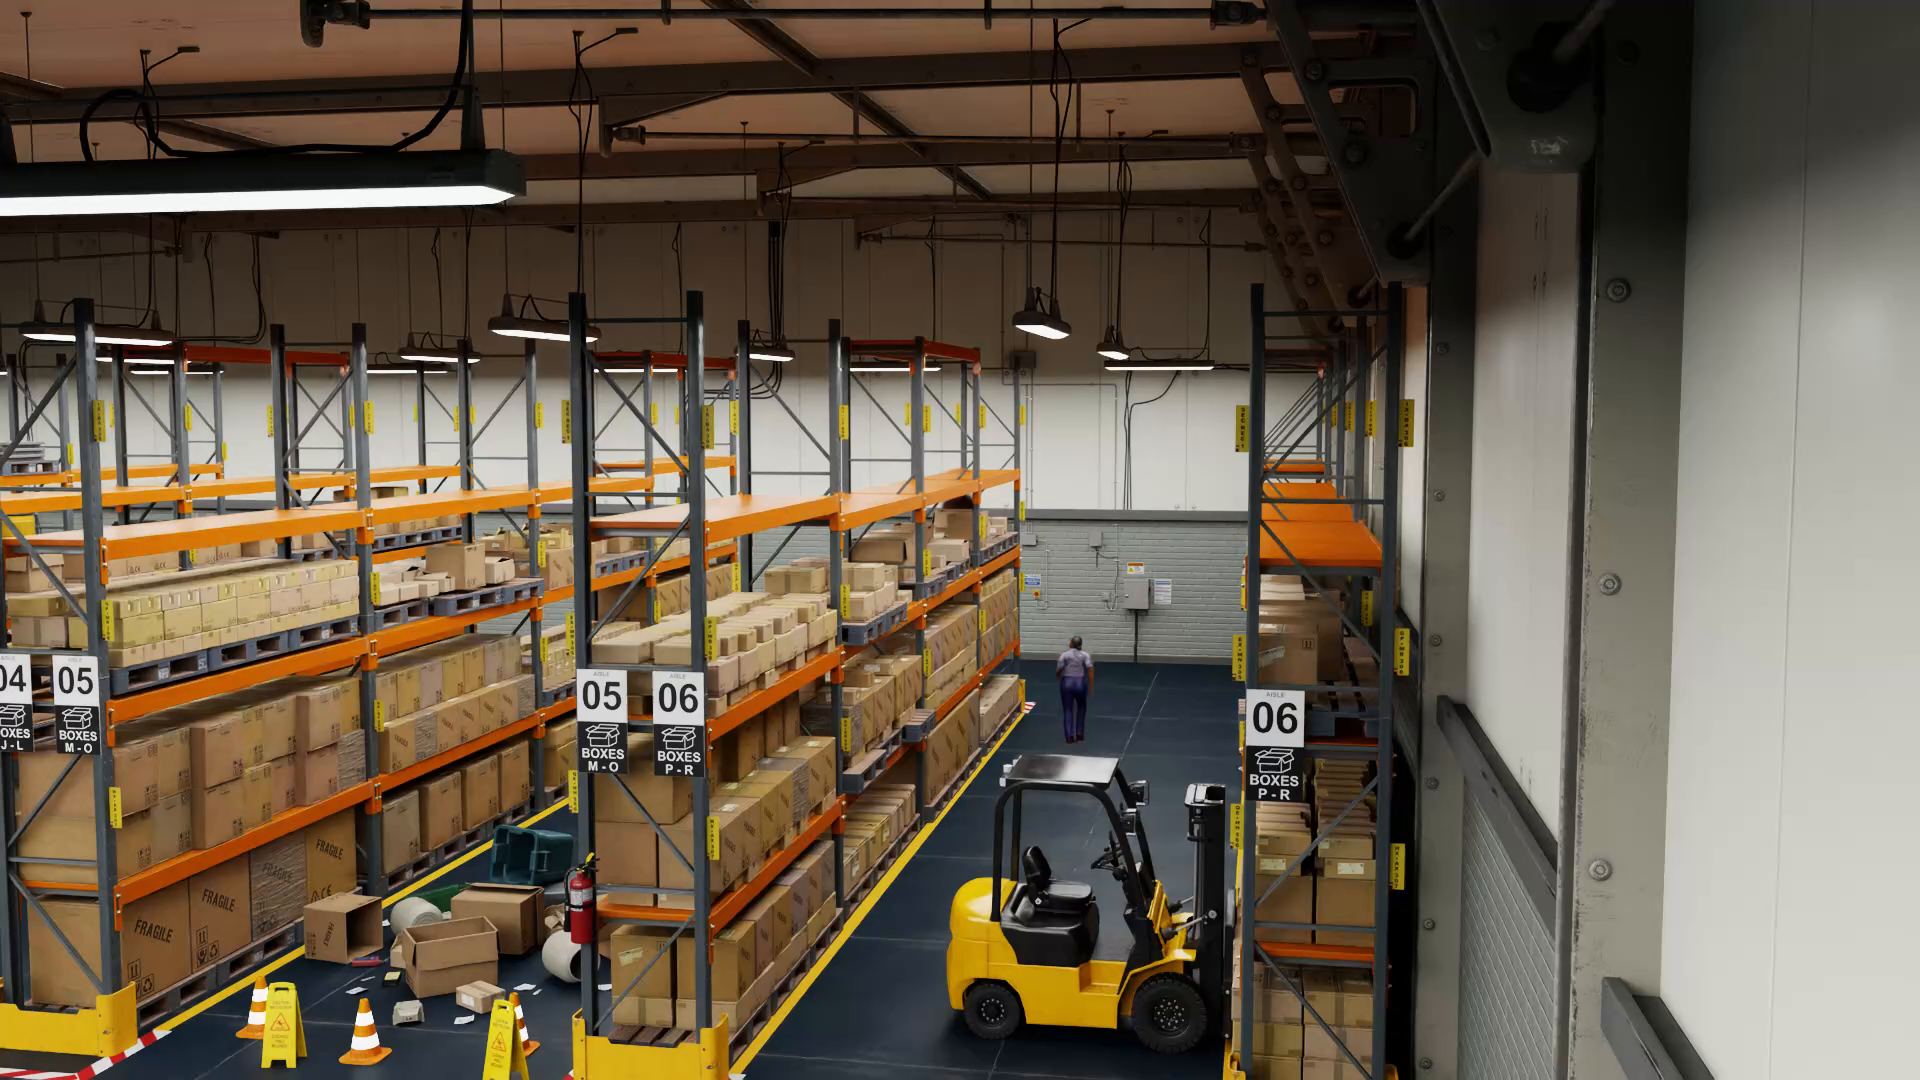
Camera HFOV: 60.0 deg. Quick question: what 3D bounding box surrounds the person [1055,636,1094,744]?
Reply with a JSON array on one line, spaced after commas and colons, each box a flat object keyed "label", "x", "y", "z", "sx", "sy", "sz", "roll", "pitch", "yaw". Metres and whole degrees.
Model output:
[{"label": "person", "x": 1.705, "y": 2.246, "z": 24.837, "sx": 0.608, "sy": 1.659, "sz": 0.804, "roll": 1, "pitch": 5, "yaw": 8}]
